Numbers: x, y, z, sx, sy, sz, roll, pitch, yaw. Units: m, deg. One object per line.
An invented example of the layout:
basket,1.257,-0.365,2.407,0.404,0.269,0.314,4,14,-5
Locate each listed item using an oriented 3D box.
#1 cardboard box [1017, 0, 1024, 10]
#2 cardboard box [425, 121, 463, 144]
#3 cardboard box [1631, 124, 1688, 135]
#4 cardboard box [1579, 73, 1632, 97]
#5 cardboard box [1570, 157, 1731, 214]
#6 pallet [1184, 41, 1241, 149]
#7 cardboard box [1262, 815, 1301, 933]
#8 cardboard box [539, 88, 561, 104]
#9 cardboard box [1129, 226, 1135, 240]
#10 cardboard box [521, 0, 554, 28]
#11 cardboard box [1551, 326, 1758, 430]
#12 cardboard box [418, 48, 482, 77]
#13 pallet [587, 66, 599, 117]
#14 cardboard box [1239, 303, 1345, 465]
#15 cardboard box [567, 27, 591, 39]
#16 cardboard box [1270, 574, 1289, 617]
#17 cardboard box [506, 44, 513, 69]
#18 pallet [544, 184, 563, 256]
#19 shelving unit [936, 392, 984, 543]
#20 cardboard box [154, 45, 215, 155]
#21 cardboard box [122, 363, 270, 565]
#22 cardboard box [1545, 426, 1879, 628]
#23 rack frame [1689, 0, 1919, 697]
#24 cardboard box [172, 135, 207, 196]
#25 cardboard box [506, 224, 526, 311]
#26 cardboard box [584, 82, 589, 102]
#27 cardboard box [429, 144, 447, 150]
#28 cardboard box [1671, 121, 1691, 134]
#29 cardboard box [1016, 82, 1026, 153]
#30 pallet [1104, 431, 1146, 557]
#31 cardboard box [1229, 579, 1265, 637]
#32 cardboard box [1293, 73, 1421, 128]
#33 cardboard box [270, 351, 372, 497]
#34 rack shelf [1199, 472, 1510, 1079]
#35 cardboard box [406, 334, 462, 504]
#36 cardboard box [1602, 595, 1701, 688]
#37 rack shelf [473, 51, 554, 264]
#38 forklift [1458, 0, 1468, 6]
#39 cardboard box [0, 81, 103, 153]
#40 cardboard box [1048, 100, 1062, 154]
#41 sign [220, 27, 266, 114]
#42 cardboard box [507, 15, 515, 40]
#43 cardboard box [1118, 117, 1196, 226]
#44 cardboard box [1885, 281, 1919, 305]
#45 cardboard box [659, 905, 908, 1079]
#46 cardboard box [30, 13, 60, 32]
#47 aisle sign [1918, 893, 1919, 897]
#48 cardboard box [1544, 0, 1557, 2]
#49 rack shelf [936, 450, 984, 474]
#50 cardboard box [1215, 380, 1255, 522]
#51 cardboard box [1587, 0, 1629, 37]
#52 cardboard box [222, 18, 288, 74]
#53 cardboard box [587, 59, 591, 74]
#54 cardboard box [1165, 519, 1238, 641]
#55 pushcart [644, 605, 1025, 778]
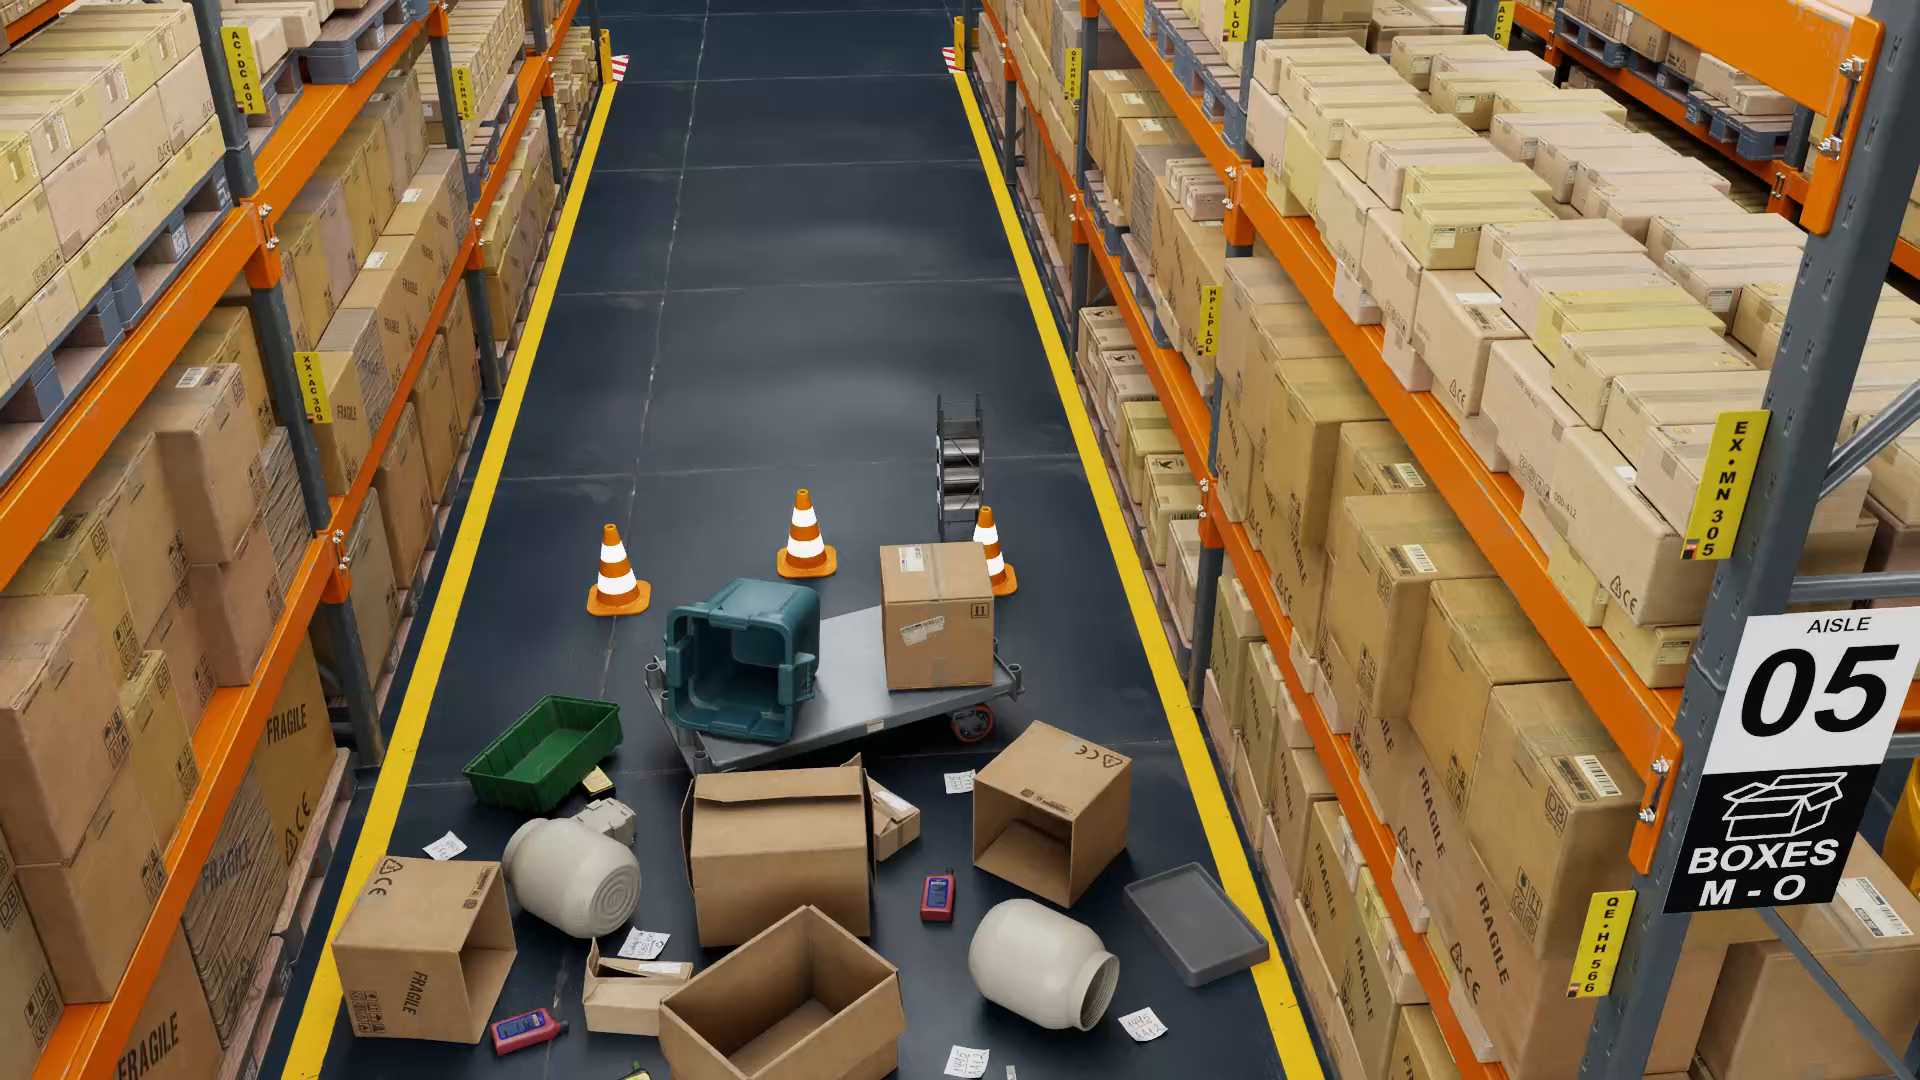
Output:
cardboard box,0.737,-4.553,13.375,0.500,0.500,0.500,-3,31,-5
cardboard box,-3.483,-2.703,10.896,0.380,0.149,0.250,-1,31,-2
cardboard box,5.802,-3.343,13.818,0.380,0.149,0.250,-2,31,-3
cardboard box,5.690,-4.004,14.635,0.380,0.149,0.250,-4,31,-7
cardboard box,2.142,-1.077,5.170,0.380,0.149,0.250,-2,31,-4
pallet,1.703,-2.020,7.466,1.213,0.211,1.003,-3,31,-5
cardboard box,1.555,1.364,6.814,0.500,0.250,0.500,-3,31,-5
cardboard box,-3.924,-4.089,15.461,0.380,0.149,0.250,-4,31,-6
cardboard box,1.204,-1.884,9.815,0.380,0.149,0.250,-1,31,-2
cardboard box,-3.807,-4.724,14.347,0.500,0.500,0.500,-3,31,-5
cardboard box,1.675,-0.394,4.028,0.380,0.149,0.250,-3,31,-5
cardboard box,-3.586,-3.355,11.698,0.380,0.149,0.250,-1,31,-2
pallet,-4.337,-4.678,17.377,1.003,0.211,1.213,-3,31,-5
cardboard box,1.506,-0.596,6.461,0.700,0.500,0.500,-3,31,-4
cardboard box,-4.083,-5.285,17.463,0.380,0.149,0.250,-2,31,-4
cardboard box,1.484,0.180,6.770,0.380,0.149,0.250,-2,31,-3
cardboard box,-3.708,-3.780,12.989,0.380,0.149,0.250,-4,31,-7
pallet,-3.937,-2.694,14.055,1.003,0.211,1.213,-3,31,-5
shelving unit,-0.001,-0.390,9.527,0.258,0.900,0.210,-3,31,-5
cardboard box,-2.962,-1.540,5.827,0.500,0.250,0.500,-3,31,-5
cardboard box,-3.097,-0.267,6.073,0.875,0.550,0.550,-3,31,-5
cardboard box,1.713,-0.050,3.840,0.500,0.250,0.500,-3,31,-5
rack frame,2.029,-1.026,2.693,1.000,3.000,0.127,-3,31,-5
cardboard box,-2.888,-1.308,5.828,0.380,0.149,0.250,-2,31,-4
cardboard box,-3.500,-1.984,12.174,0.500,0.500,0.500,-2,31,-4
cardboard box,-3.942,-4.510,16.747,0.380,0.149,0.250,-4,31,-7
cardboard box,-3.479,-2.557,10.942,0.380,0.149,0.250,-3,31,-5
cardboard box,6.254,-3.498,14.078,0.380,0.149,0.250,-2,31,-3
cardboard box,0.956,-3.983,15.583,0.875,0.438,0.875,-3,31,-5
pallet,1.464,-0.318,10.076,1.003,0.211,1.213,-3,31,-5
cardboard box,1.393,0.288,7.252,0.380,0.149,0.250,-2,31,-4
cardboard box,1.428,-1.572,6.000,0.380,0.149,0.250,-4,31,-6
cardboard box,-3.045,-0.529,7.613,0.500,0.500,0.500,-2,31,-4
rack shelf,1.842,0.837,6.126,1.077,0.370,4.000,-3,31,-5
cardboard box,-3.585,-0.700,9.781,1.050,0.750,0.750,-2,31,-4
cardboard box,1.717,0.200,3.810,0.380,0.149,0.250,-3,31,-4
rack shelf,-3.825,-2.959,12.480,1.077,0.370,4.000,-3,31,-5
forklift,2.908,-2.638,11.308,1.130,2.935,3.031,2,31,3
cardboard box,-2.817,-1.261,4.972,0.380,0.149,0.250,-3,31,-4
cardboard box,0.912,-2.977,11.955,0.500,0.250,0.500,-2,31,-4
sign,-2.712,-1.775,6.291,0.100,0.325,0.005,-3,31,-5
cardboard box,-3.732,-4.034,13.124,0.380,0.149,0.250,-1,31,-2
cardboard box,1.205,-2.109,9.559,0.500,0.500,0.500,-2,31,-4
cardboard box,6.336,-1.283,10.880,0.875,0.625,0.625,-2,31,-3
cardboard box,-0.656,1.845,6.170,0.637,0.503,0.797,27,40,37
cardboard box,-9.108,-4.625,16.232,0.875,0.875,0.875,-3,31,-5
aisle sign,2.343,0.450,3.537,0.394,0.787,0.004,-3,31,-5
cardboard box,5.559,-5.129,15.268,0.500,0.250,0.500,-2,31,-3
rack shelf,-0.001,-0.439,9.498,0.258,0.077,0.200,-3,31,-5
cardboard box,1.419,-0.426,7.150,0.500,0.500,0.500,-3,31,-5
cardboard box,5.720,-4.518,13.883,0.700,0.500,0.500,-2,31,-4
cardboard box,-3.114,-2.149,7.236,0.250,0.149,0.380,-3,31,-5
cardboard box,-4.001,-4.894,17.099,0.380,0.149,0.250,-4,31,-7
cardboard box,1.603,0.187,8.665,0.950,0.372,0.625,-2,31,-4
pushcart,-0.610,0.768,8.098,1.648,0.377,0.936,-14,33,-22
